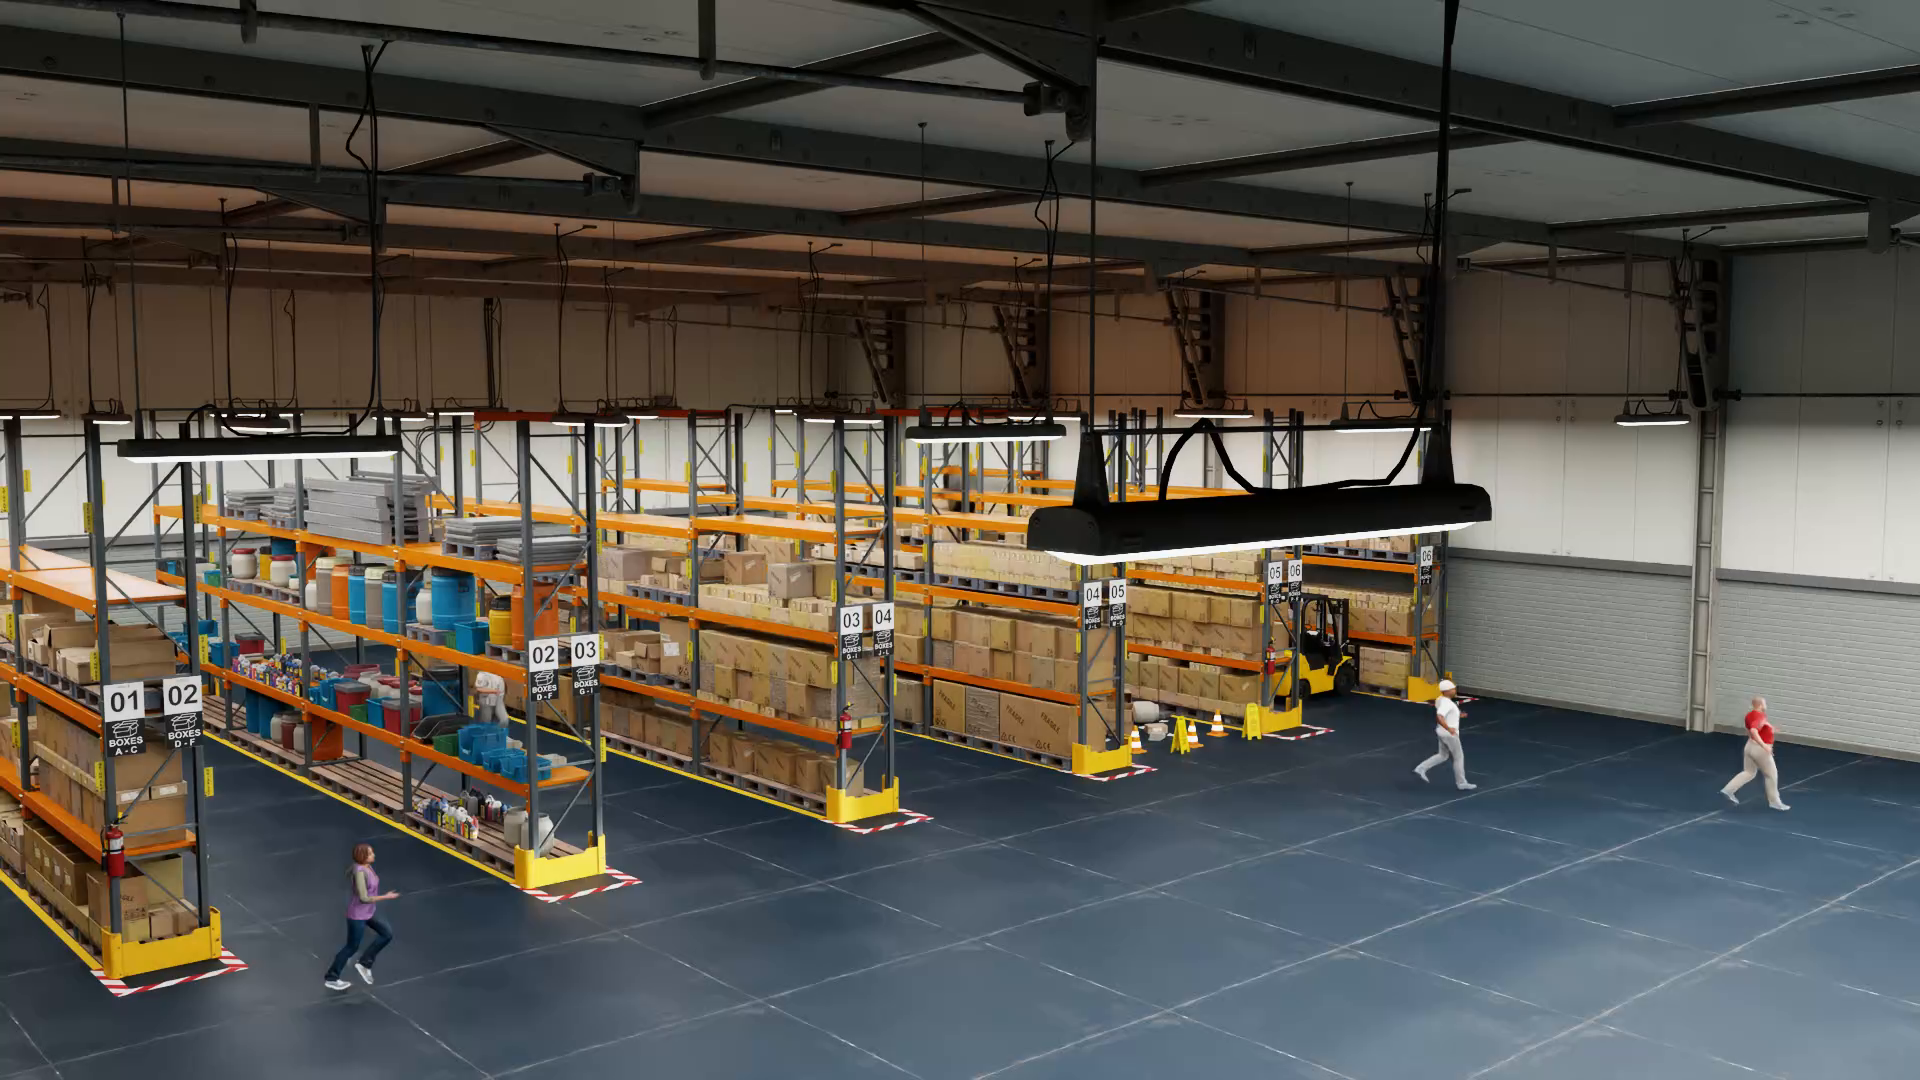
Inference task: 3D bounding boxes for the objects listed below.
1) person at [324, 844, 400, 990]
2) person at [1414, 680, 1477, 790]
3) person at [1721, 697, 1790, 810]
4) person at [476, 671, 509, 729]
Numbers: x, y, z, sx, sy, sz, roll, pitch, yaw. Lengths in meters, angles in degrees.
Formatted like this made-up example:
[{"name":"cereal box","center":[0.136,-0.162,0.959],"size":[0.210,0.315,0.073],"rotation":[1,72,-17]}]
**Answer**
[{"name":"person","center":[-6.341,3.973,17.664],"size":[0.789,1.552,0.548],"rotation":[0,5,-5]},{"name":"person","center":[7.783,3.106,26.584],"size":[0.968,1.747,0.710],"rotation":[0,5,1]},{"name":"person","center":[12.126,3.231,25.269],"size":[0.989,1.716,0.662],"rotation":[0,5,-2]},{"name":"person","center":[-8.249,2.892,29.279],"size":[0.606,1.826,0.821],"rotation":[-5,7,-45]}]
